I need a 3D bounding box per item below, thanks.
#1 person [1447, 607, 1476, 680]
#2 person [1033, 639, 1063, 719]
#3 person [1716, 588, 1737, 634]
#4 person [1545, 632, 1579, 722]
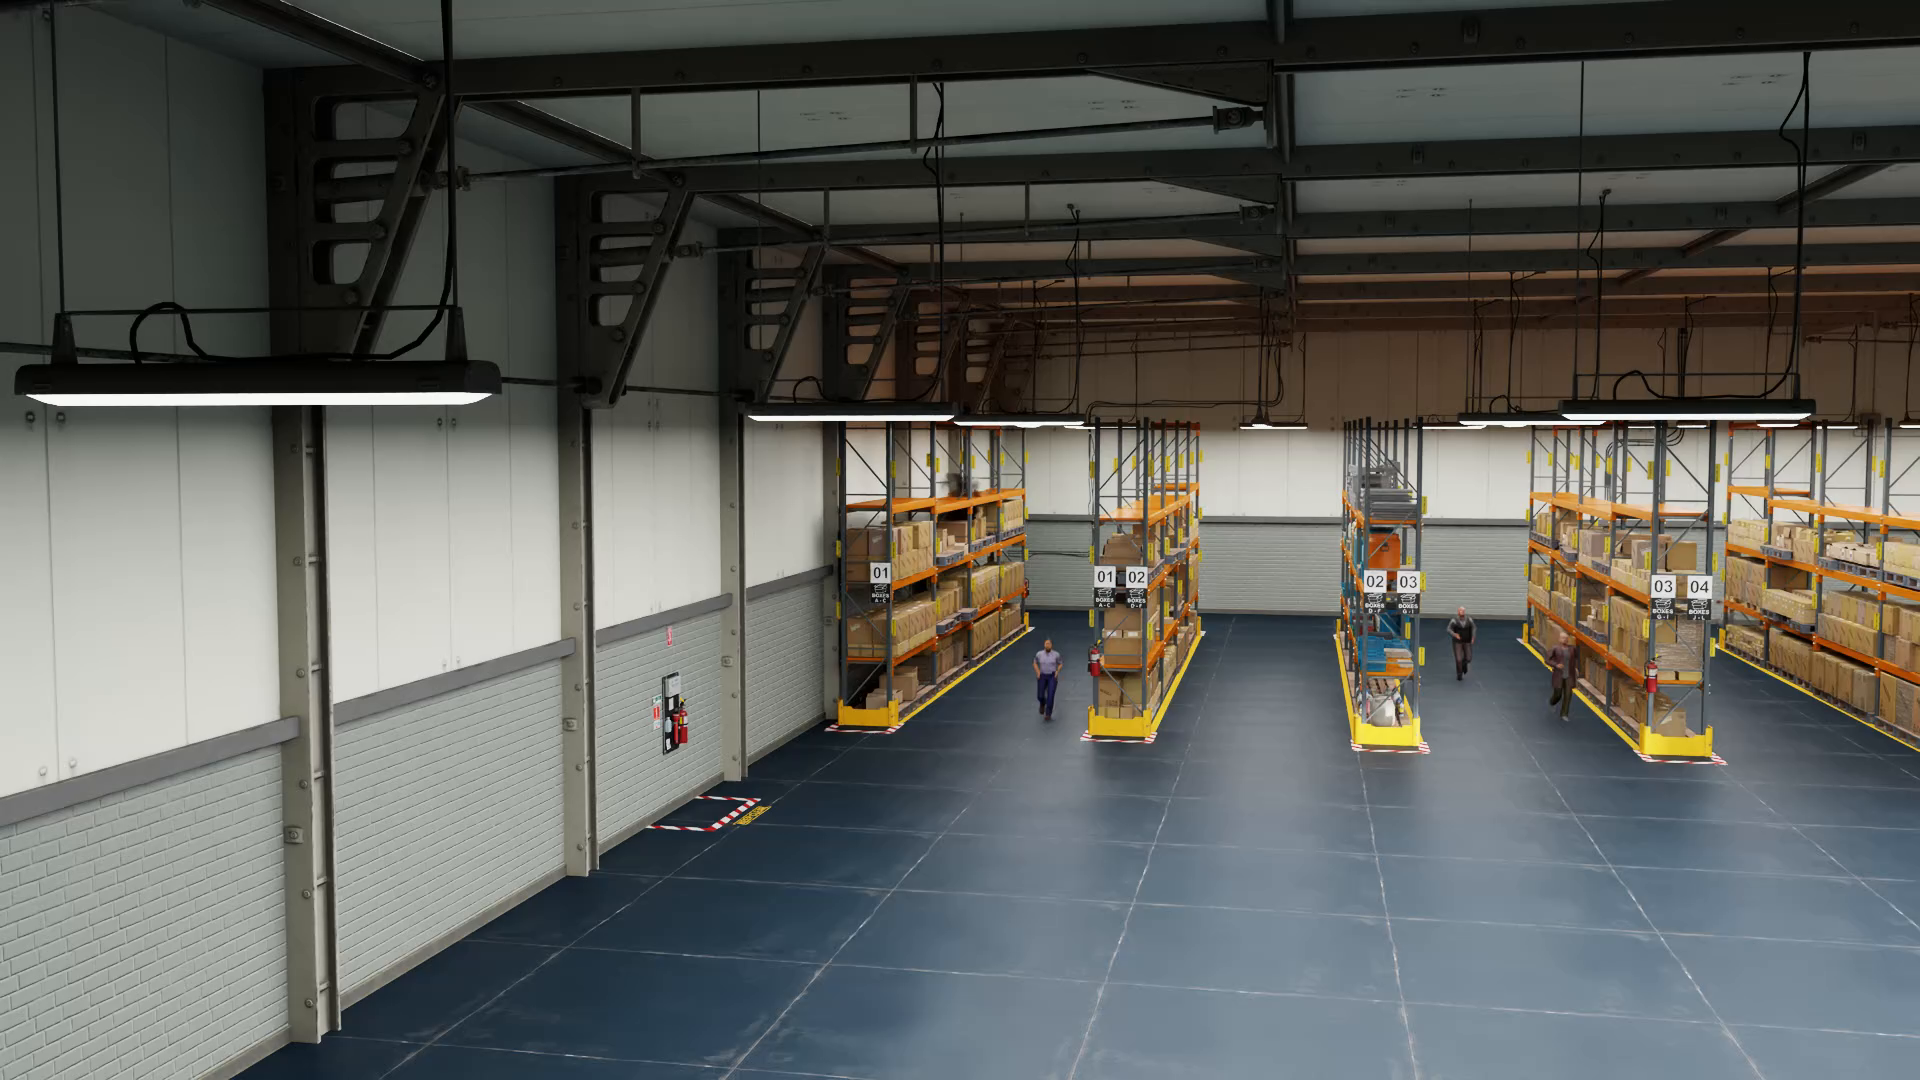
[{"bbox_3d":[11.618,2.388,38.475,0.698,1.687,0.591,0,4,4],"label":"person"},{"bbox_3d":[1.751,2.771,33.160,0.588,1.600,0.543,0,4,5],"label":"person"},{"bbox_3d":[20.926,1.980,45.256,0.669,1.703,0.640,1,4,16],"label":"person"},{"bbox_3d":[11.959,2.700,33.019,0.718,1.746,0.833,0,4,2],"label":"person"}]
